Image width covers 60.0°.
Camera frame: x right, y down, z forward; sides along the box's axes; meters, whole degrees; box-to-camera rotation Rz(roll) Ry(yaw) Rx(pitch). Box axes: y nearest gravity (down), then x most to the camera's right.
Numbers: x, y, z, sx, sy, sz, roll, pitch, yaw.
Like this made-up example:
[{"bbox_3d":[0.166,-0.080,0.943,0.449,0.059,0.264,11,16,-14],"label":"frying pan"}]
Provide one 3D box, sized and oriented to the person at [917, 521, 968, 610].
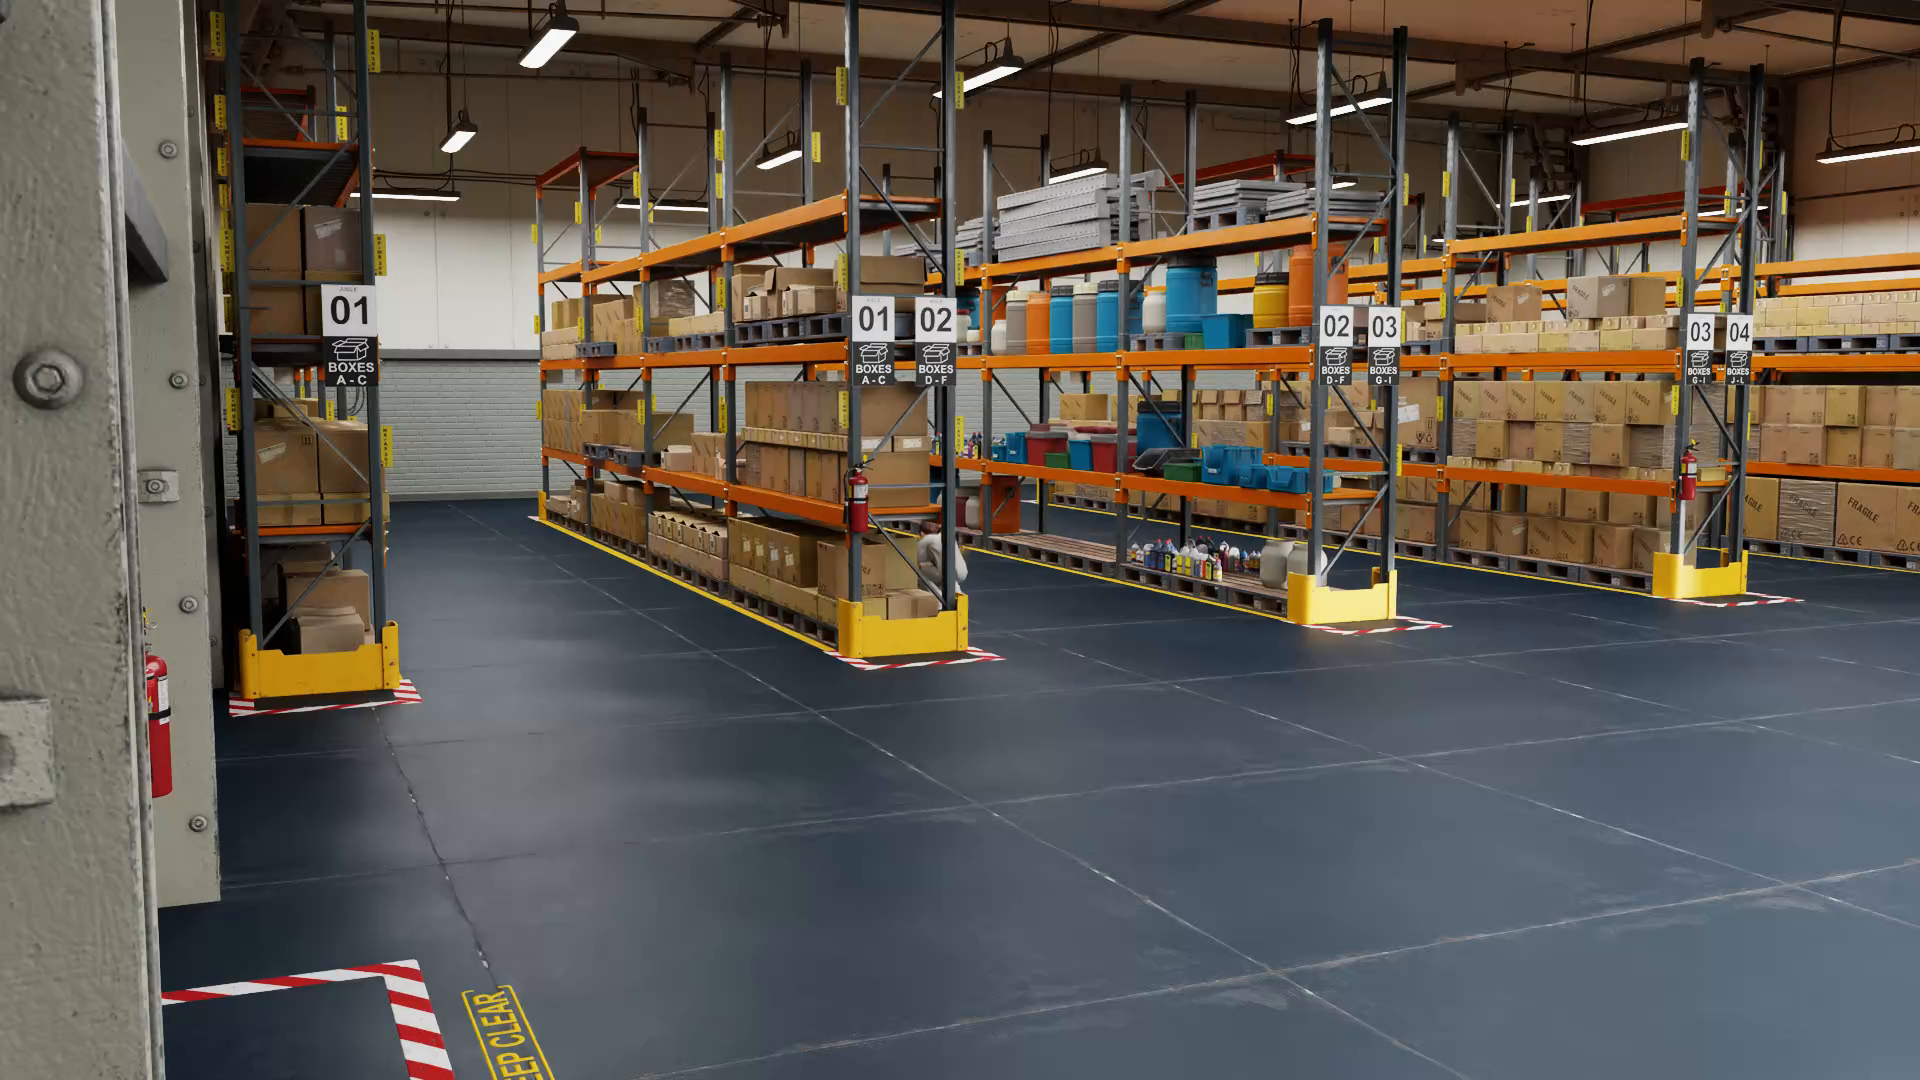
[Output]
[{"bbox_3d":[-0.228,0.270,18.083,0.490,0.931,0.810,-3,6,-25],"label":"person"}]
